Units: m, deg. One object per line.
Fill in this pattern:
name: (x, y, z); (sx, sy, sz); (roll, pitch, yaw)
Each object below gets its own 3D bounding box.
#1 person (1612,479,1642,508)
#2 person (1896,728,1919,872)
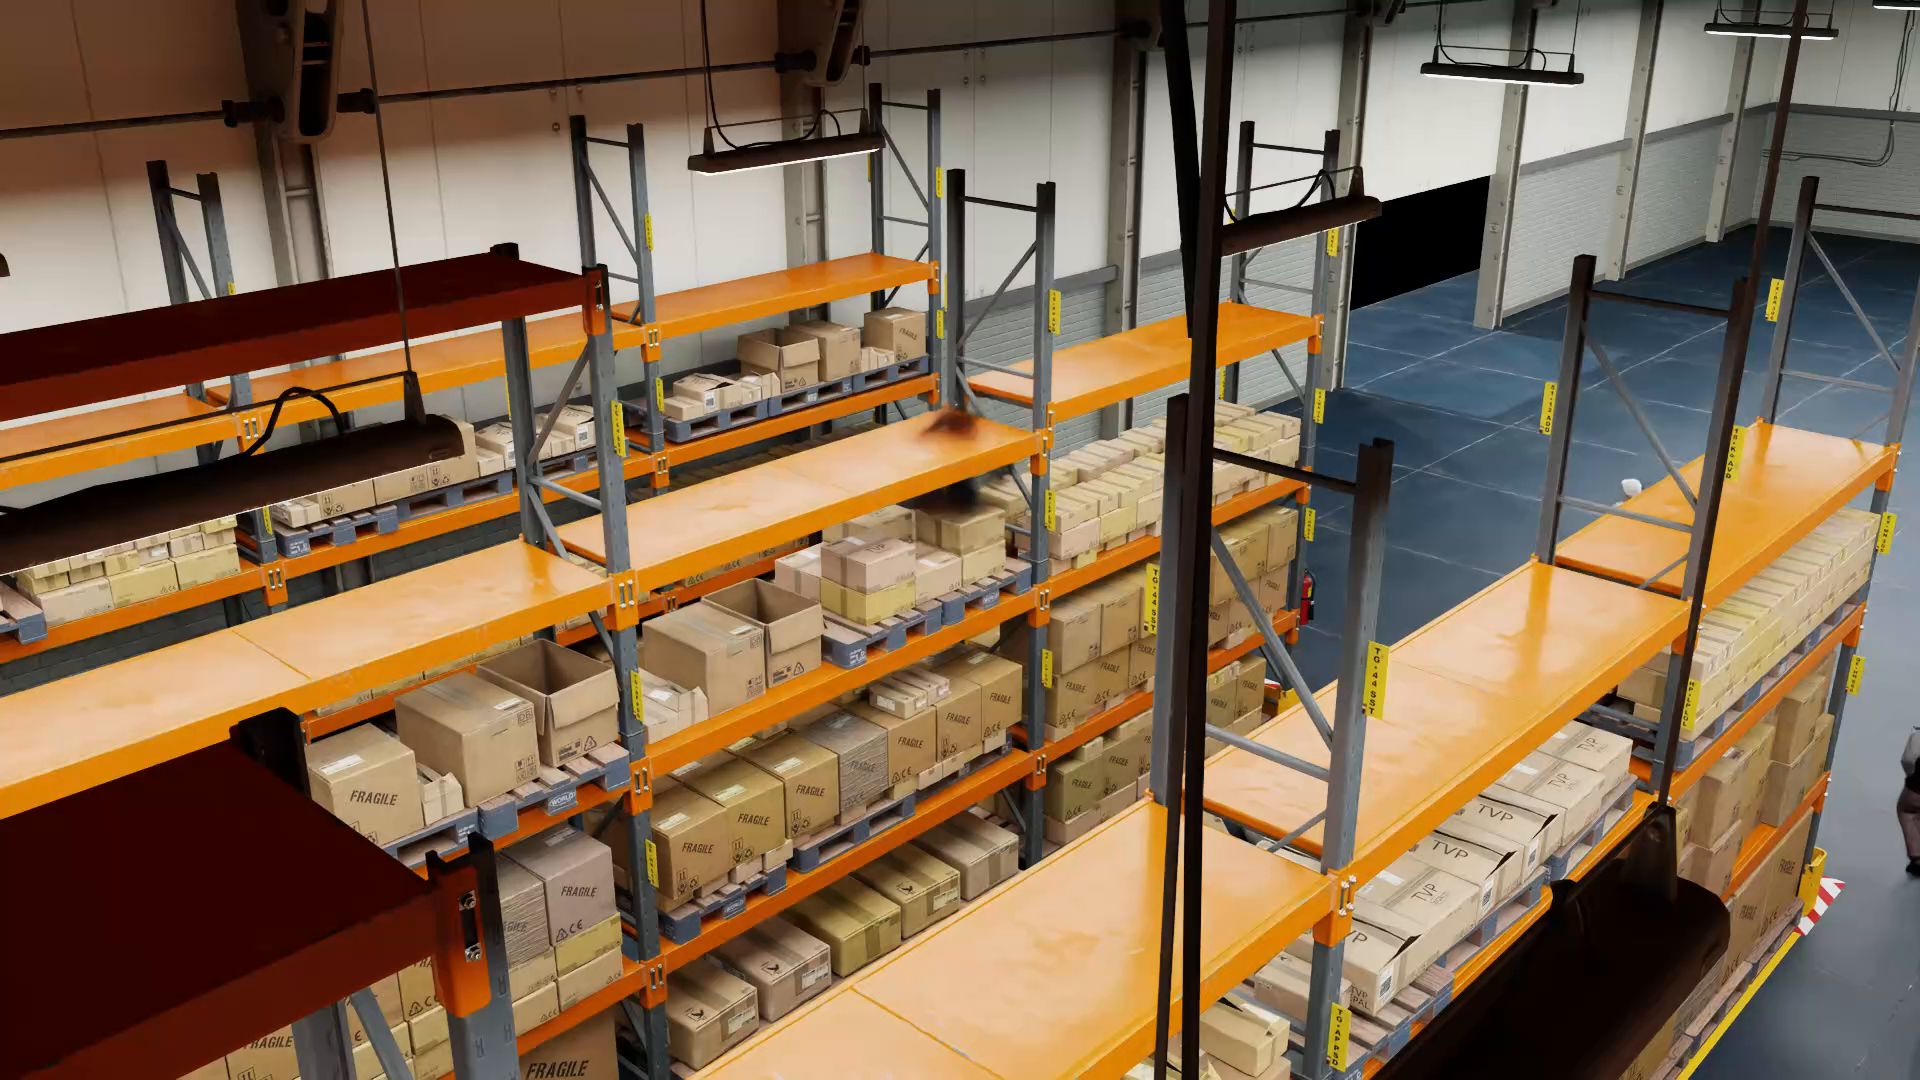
person: (7.706, 0.137, 19.252); (0.666, 1.750, 0.596); (-1, 21, -2)
person: (8.259, 2.131, 14.217); (0.660, 1.741, 0.703); (4, 22, 11)
